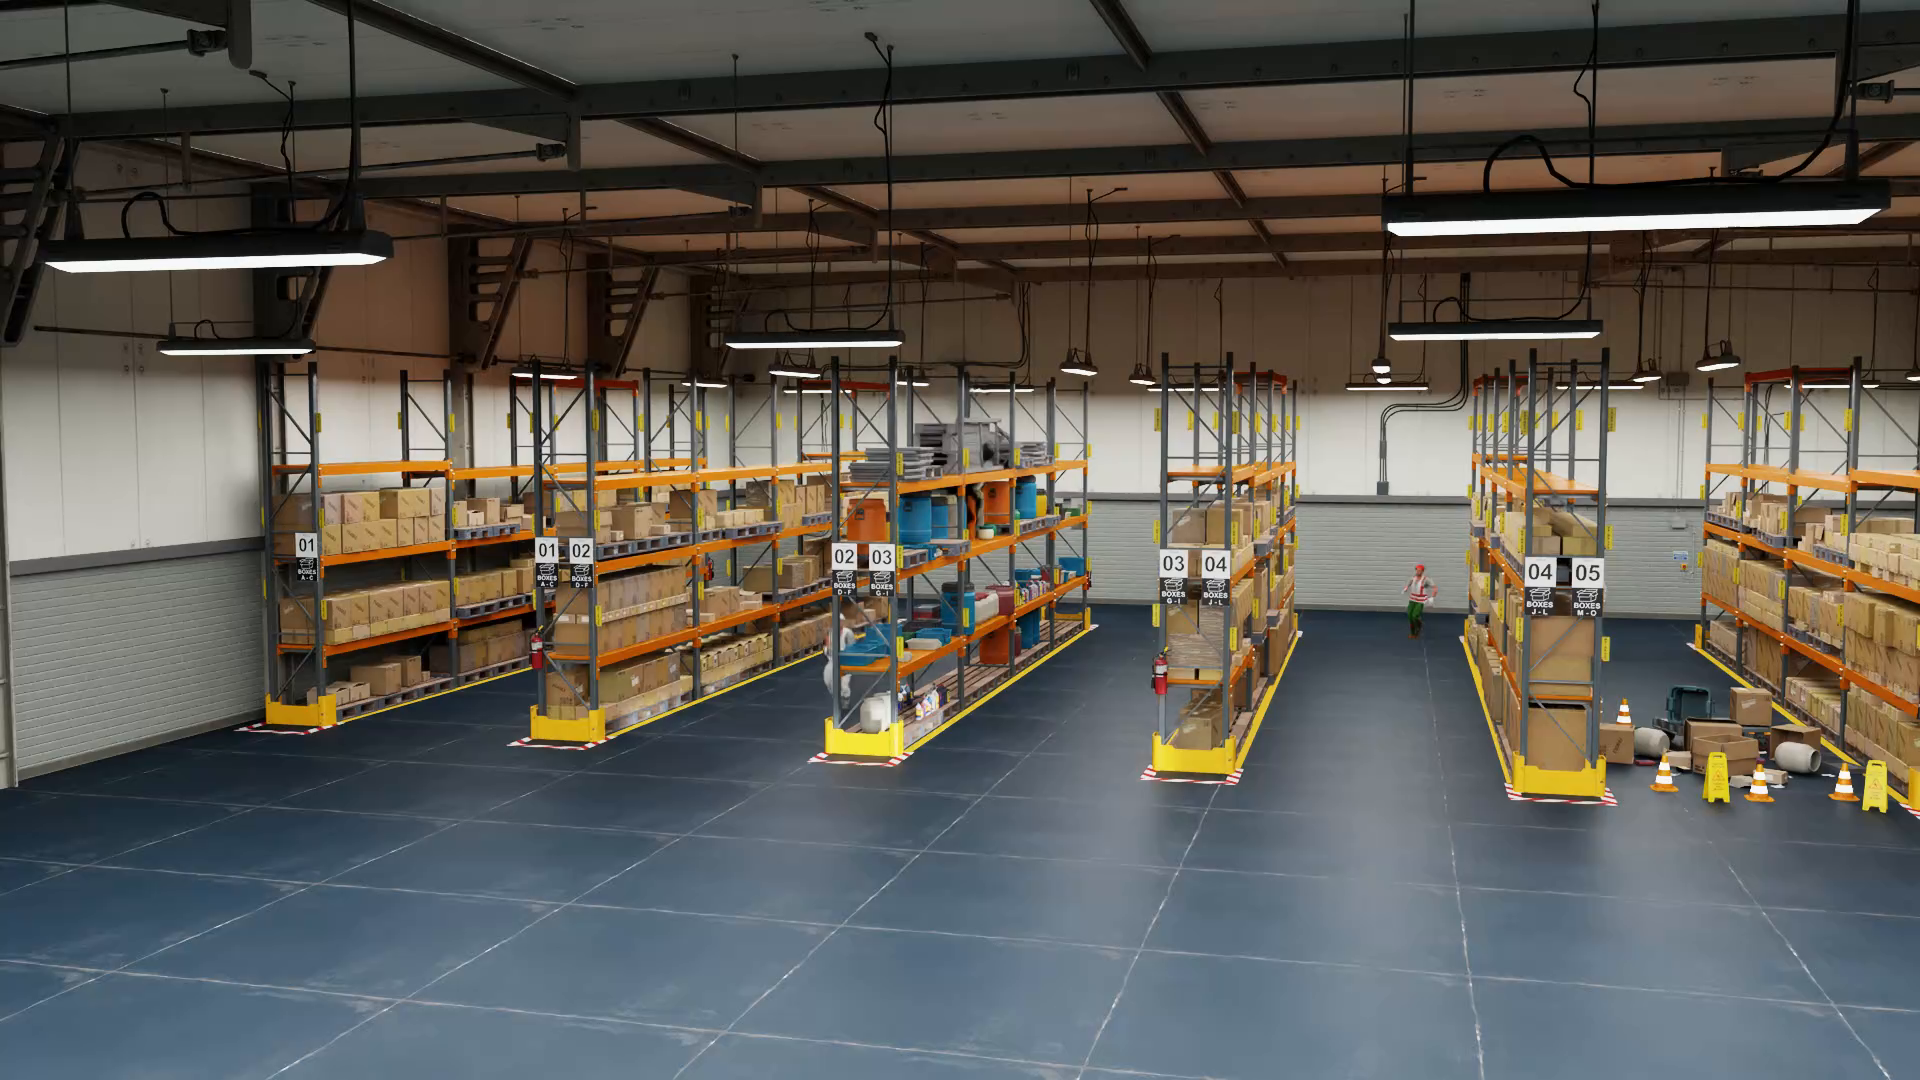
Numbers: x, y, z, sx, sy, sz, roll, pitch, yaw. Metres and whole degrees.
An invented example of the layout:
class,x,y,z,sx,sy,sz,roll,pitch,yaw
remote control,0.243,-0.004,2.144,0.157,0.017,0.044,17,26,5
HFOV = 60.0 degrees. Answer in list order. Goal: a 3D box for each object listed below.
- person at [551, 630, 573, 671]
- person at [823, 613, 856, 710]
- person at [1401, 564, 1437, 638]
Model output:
class,x,y,z,sx,sy,sz,roll,pitch,yaw
person,-7.192,2.101,30.277,0.541,1.584,0.729,0,4,2
person,-2.087,2.098,28.531,0.697,1.746,0.811,2,4,22
person,10.565,1.430,38.394,0.539,1.740,0.791,-4,5,-42
